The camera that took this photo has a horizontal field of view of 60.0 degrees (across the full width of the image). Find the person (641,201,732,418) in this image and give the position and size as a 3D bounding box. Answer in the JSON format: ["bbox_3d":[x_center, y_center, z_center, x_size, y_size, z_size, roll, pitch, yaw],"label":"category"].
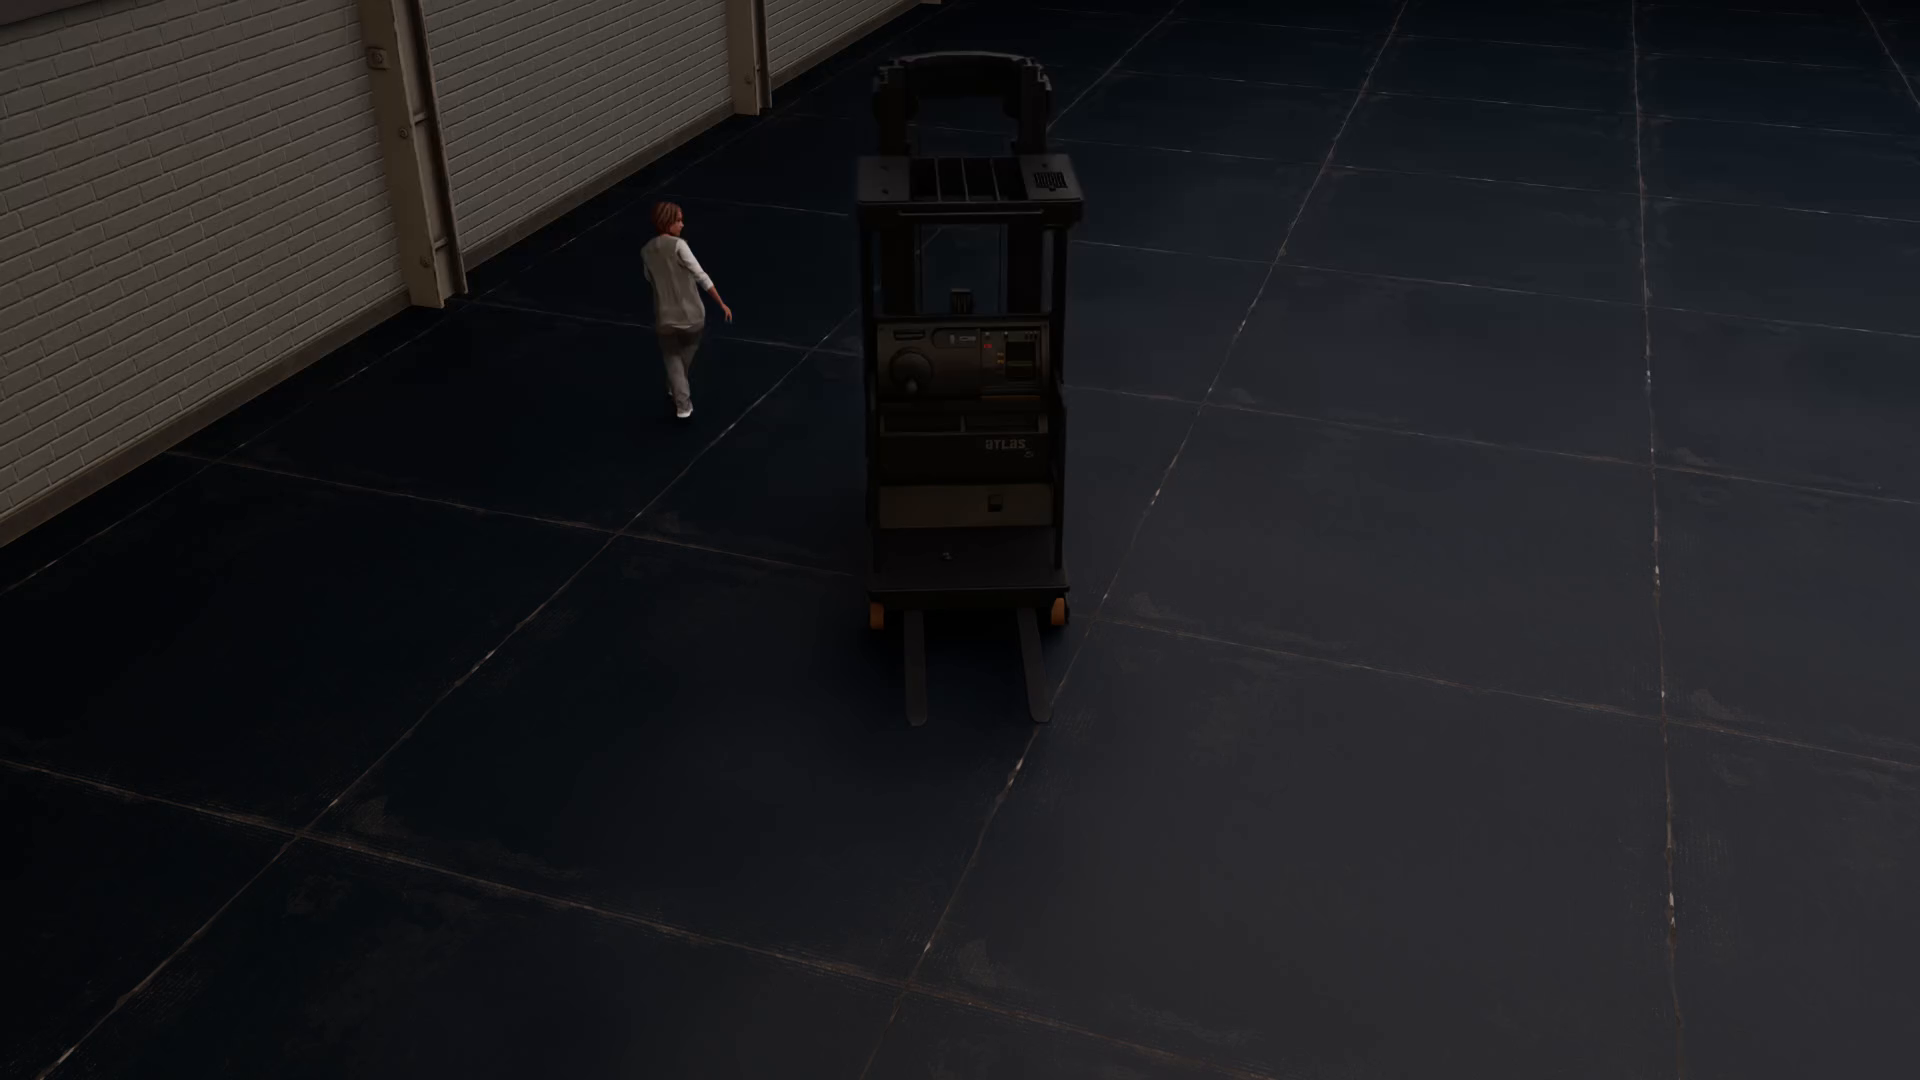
[{"bbox_3d":[-1.846,-1.592,11.437,0.676,1.478,0.755,3,30,5],"label":"person"}]

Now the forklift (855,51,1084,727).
[{"bbox_3d":[0.029,-0.935,8.777,1.130,2.935,3.031,-1,30,-2],"label":"forklift"}]
